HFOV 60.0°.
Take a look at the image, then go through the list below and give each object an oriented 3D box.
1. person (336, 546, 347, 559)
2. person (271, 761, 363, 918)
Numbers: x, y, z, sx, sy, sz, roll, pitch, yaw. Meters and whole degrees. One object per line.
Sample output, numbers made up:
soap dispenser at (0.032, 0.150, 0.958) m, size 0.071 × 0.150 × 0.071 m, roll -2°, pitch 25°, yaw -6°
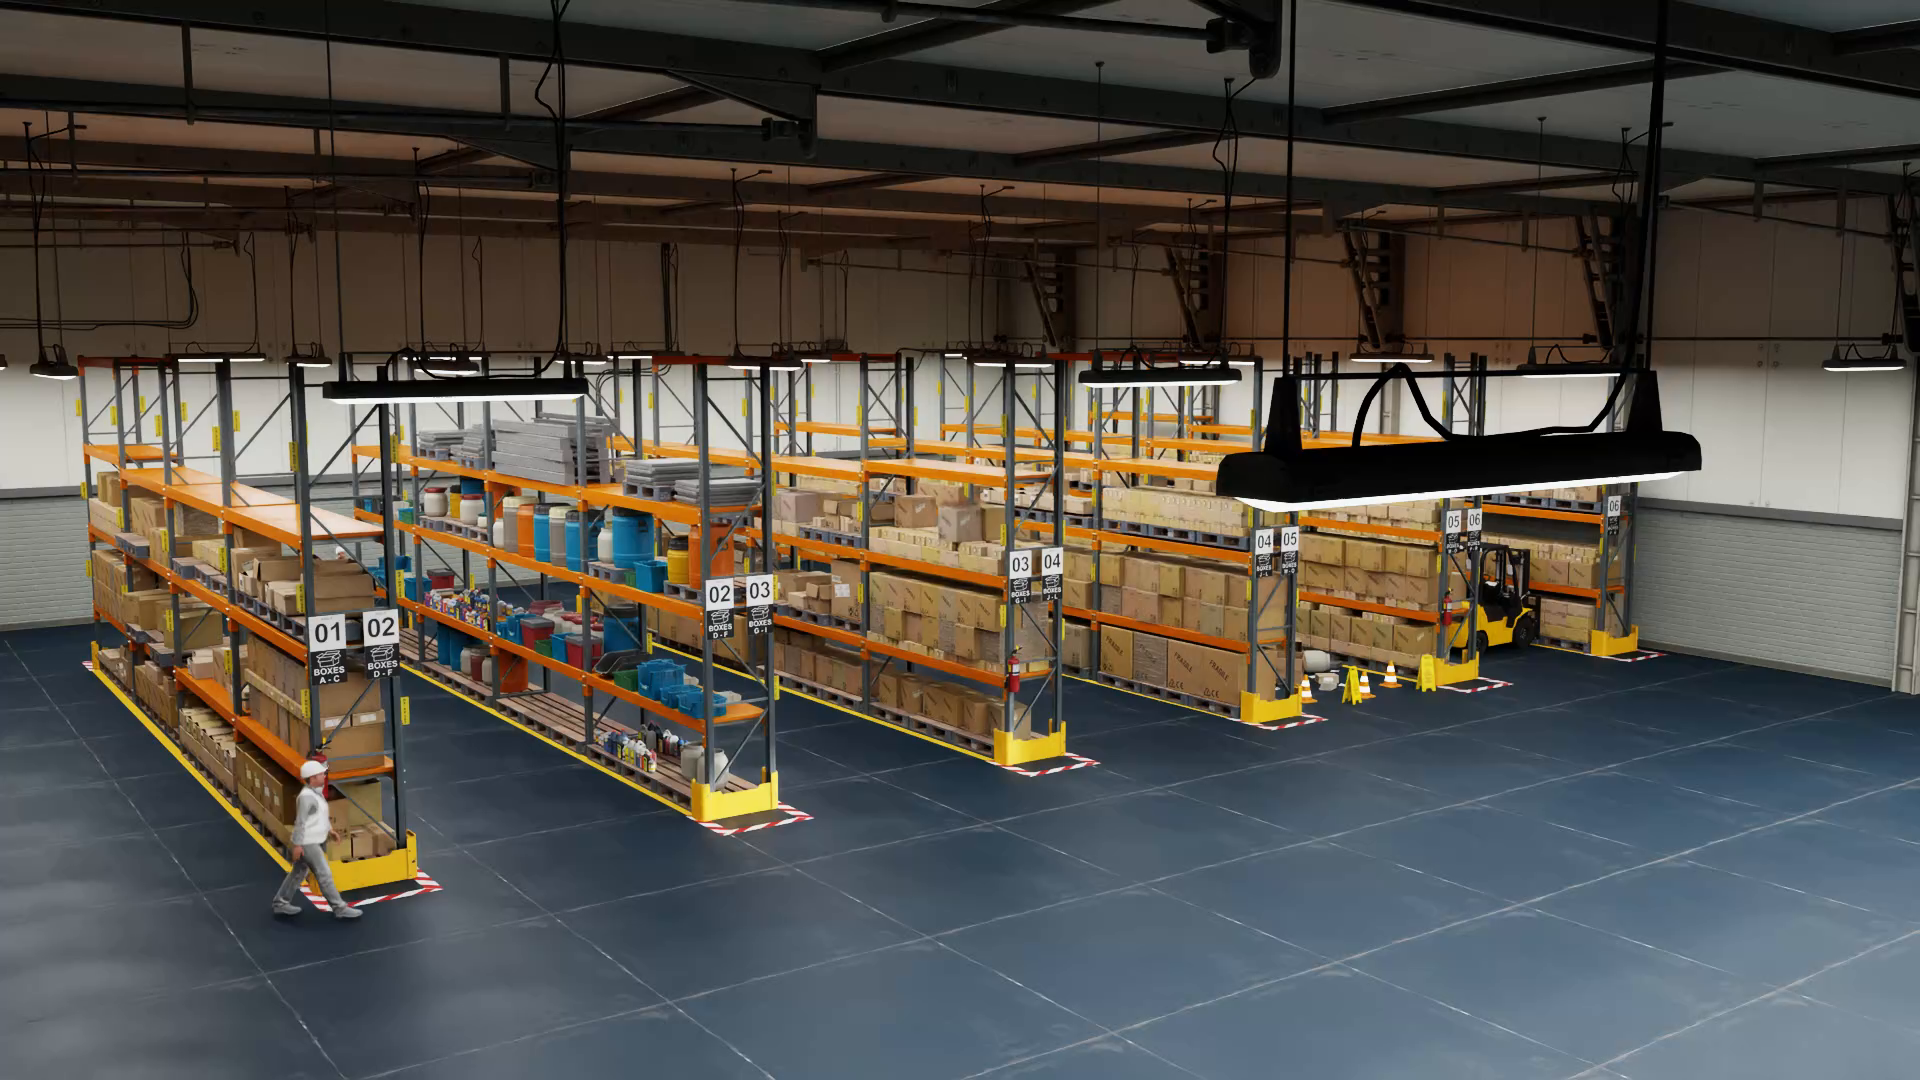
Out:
person at (-13.657, 1.005, 36.624) m, size 0.823 × 1.770 × 0.543 m, roll 1°, pitch 7°, yaw 5°
person at (-7.050, 3.259, 18.164) m, size 1.011 × 1.710 × 0.552 m, roll -1°, pitch 7°, yaw -7°
